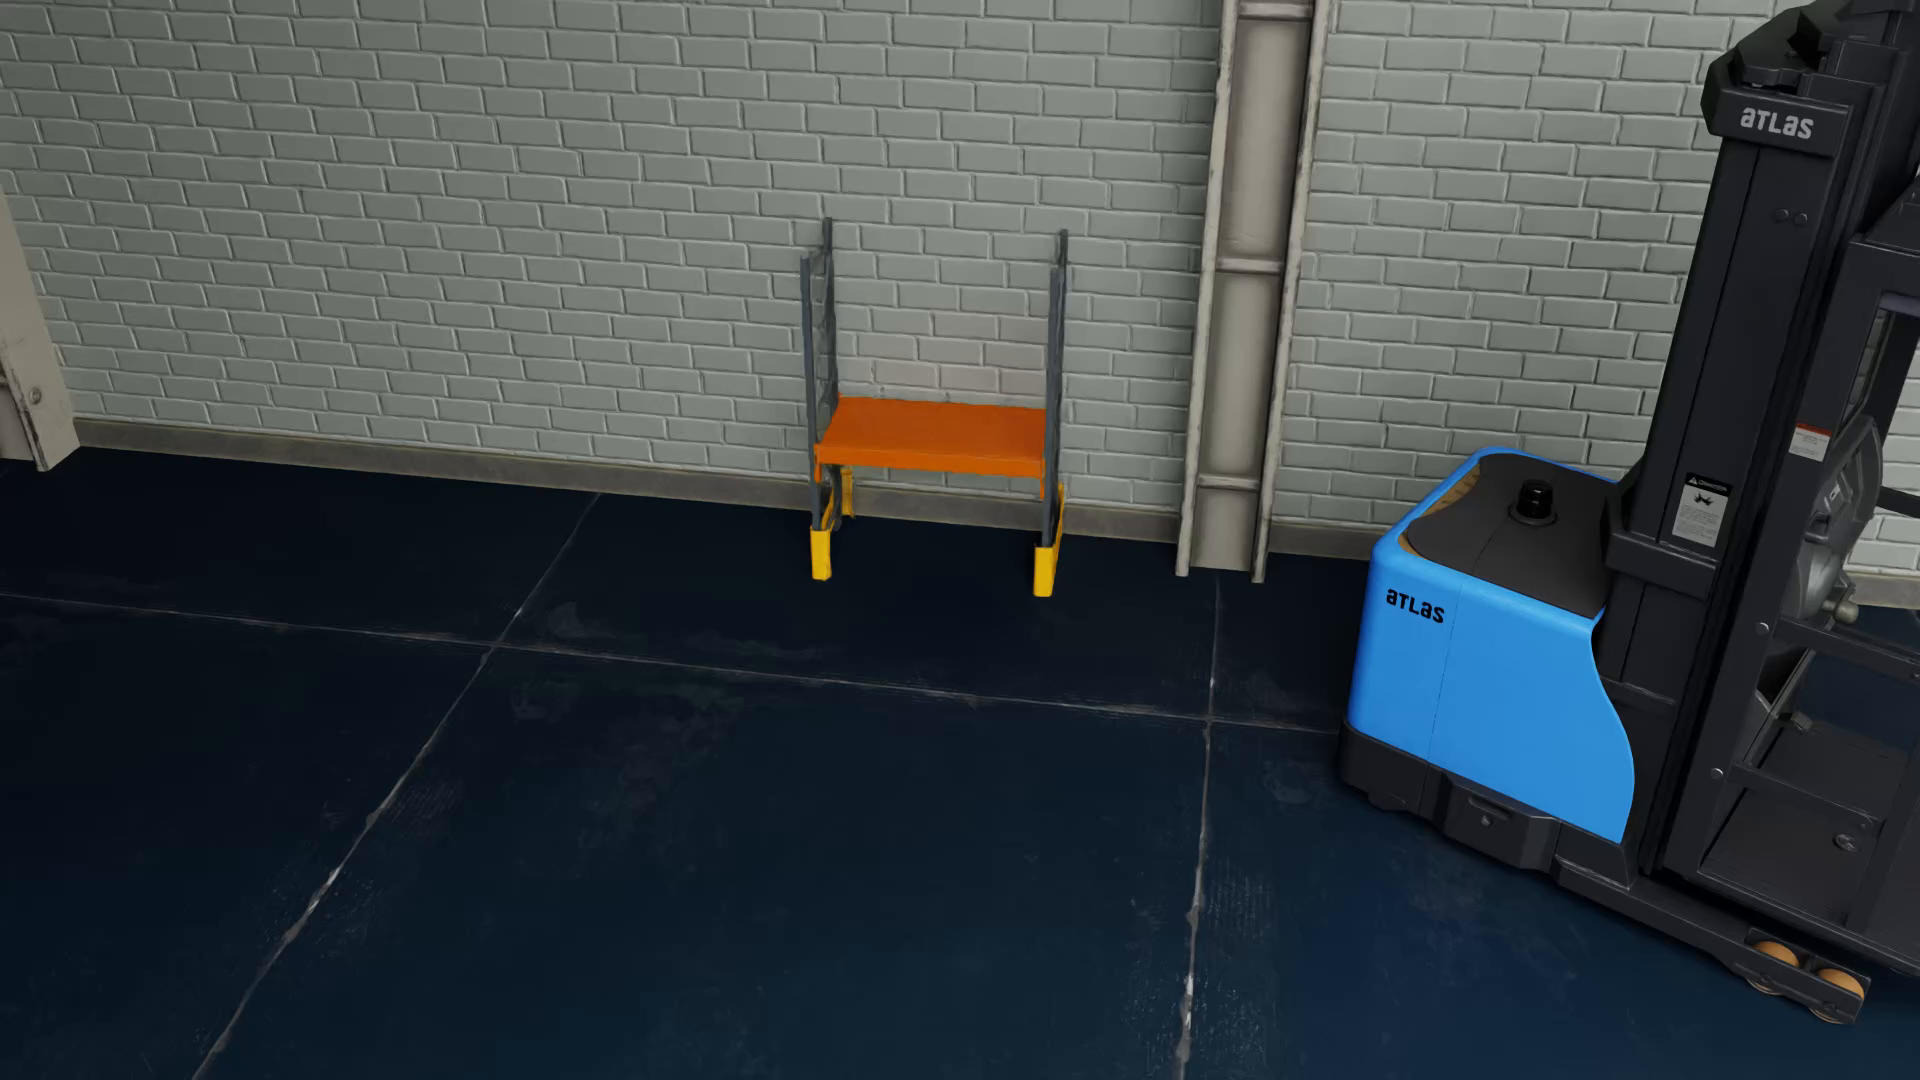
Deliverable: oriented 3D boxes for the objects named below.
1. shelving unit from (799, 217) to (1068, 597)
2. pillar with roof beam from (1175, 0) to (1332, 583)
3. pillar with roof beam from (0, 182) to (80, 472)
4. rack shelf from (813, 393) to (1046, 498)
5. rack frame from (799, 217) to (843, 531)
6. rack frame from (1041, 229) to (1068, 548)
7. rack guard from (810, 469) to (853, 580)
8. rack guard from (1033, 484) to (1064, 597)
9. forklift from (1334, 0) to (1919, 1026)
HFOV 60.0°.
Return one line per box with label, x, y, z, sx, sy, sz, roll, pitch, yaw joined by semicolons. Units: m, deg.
shelving unit;-0.090;-0.578;7.246;1.083;1.500;0.587;4;31;7
pillar with roof beam;0.466;-1.466;1.611;0.400;9.000;9.100;5;32;8
pillar with roof beam;-5.449;-2.002;2.467;0.400;9.000;9.100;5;32;8
rack shelf;-0.100;-0.424;7.339;1.000;0.185;0.538;4;31;7
rack frame;-0.602;-0.616;7.305;0.032;1.500;0.500;4;31;7
rack frame;0.405;-0.541;7.188;0.032;1.500;0.500;4;31;7
rack guard;-0.586;-0.078;7.624;0.087;0.250;0.587;4;31;7
rack guard;0.401;-0.005;7.510;0.087;0.250;0.587;4;31;7
forklift;2.872;-0.026;5.029;3.031;2.935;1.130;23;39;32
